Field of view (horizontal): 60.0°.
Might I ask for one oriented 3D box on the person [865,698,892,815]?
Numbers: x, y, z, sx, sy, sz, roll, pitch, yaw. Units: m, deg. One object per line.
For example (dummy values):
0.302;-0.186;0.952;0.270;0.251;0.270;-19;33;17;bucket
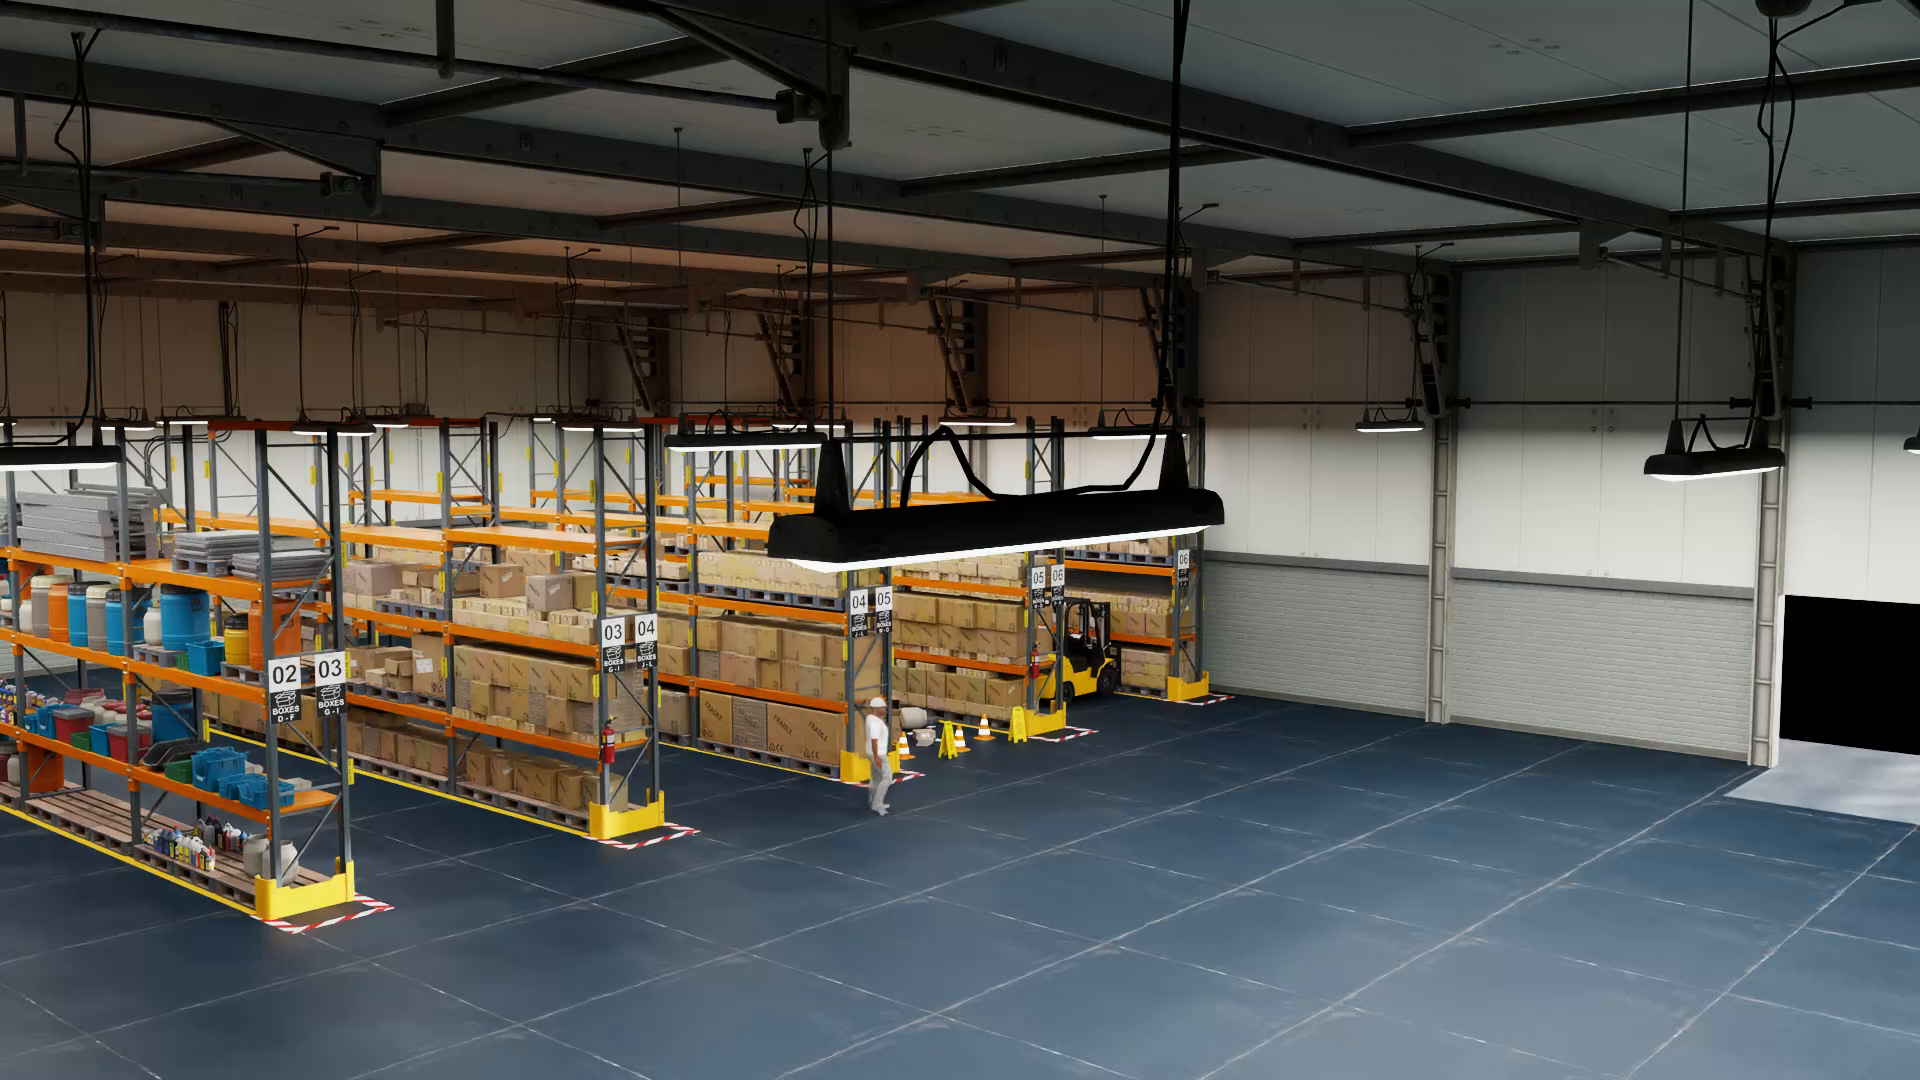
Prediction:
-1.265;3.322;25.736;0.382;1.789;0.607;-1;5;-13;person
